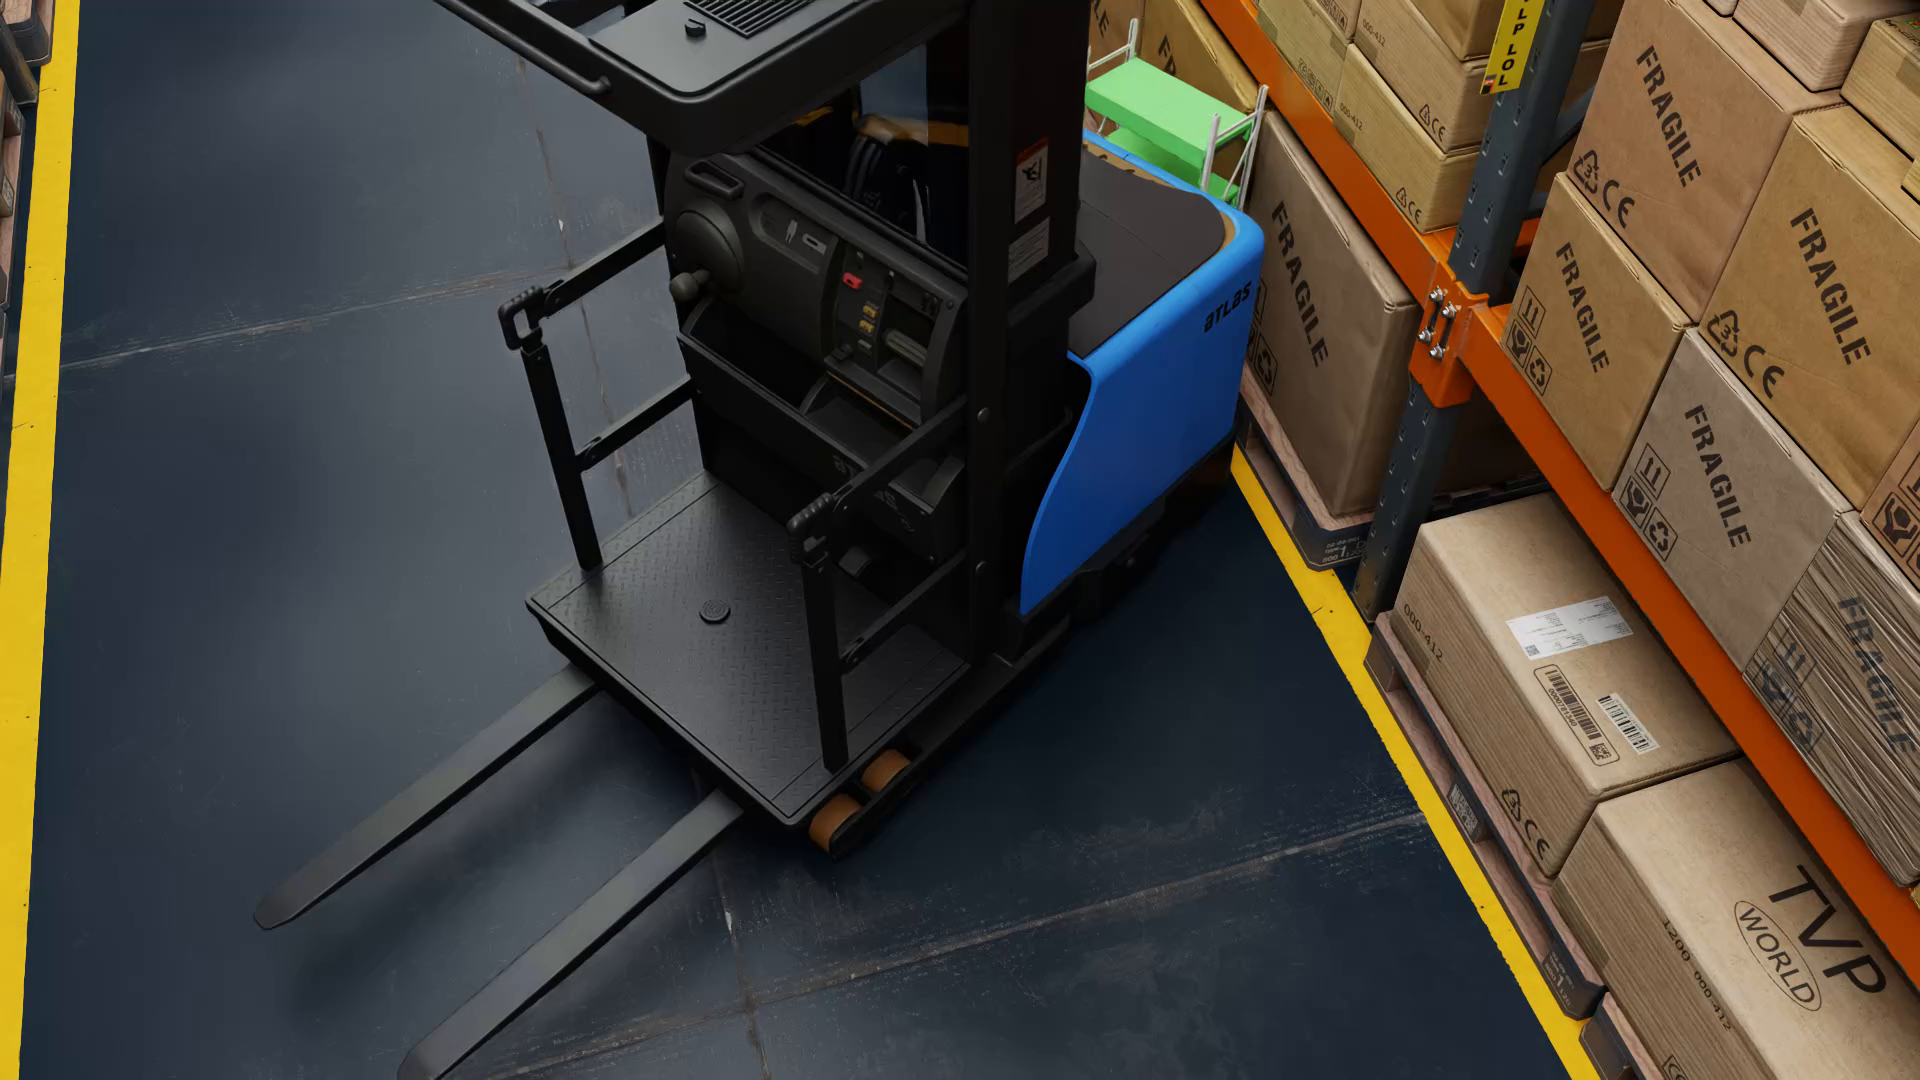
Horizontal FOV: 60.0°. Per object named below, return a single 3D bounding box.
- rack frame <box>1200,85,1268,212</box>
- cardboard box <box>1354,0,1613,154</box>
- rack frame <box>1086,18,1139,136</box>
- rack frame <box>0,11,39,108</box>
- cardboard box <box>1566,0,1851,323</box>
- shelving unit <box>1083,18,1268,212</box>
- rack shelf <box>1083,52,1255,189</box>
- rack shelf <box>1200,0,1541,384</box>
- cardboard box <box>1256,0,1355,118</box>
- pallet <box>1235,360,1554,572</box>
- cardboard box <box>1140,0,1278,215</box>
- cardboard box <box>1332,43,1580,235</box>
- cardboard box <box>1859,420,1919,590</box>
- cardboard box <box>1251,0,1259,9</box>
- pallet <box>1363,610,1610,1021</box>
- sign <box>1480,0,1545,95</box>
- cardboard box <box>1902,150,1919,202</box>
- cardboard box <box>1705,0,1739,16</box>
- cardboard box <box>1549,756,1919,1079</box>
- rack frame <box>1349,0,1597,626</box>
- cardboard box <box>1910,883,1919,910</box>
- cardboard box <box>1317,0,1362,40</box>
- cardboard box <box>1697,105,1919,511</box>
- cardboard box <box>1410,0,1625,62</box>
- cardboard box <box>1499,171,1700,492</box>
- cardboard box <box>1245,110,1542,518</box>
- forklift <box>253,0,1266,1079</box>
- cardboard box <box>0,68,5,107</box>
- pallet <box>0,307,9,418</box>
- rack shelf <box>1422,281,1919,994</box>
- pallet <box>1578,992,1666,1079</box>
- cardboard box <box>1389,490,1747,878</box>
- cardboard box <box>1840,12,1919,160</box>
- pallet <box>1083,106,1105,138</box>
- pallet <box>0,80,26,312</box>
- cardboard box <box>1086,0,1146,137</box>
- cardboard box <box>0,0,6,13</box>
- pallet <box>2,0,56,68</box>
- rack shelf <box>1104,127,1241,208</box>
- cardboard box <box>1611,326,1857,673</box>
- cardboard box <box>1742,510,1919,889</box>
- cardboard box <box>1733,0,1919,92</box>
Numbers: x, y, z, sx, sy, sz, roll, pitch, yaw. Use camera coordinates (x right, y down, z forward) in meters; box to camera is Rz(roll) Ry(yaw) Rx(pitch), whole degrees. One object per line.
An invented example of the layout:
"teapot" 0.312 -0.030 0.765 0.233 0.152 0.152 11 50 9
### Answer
"rack frame" 0.769 -0.837 5.159 0.015 1.200 0.240 37 55 27
"cardboard box" 1.329 -1.244 4.108 0.500 0.250 0.500 -13 51 -11
"rack frame" 0.420 -1.098 5.380 0.015 1.200 0.240 37 55 27
"rack frame" -4.231 -2.661 5.531 1.000 3.000 0.127 -13 51 -11
"cardboard box" 1.601 -0.817 3.257 0.500 0.500 0.500 -13 51 -11
"shelving unit" 0.595 -0.968 5.269 0.503 1.200 0.258 37 55 27
"rack shelf" 0.614 -1.251 4.966 0.480 0.148 0.258 37 55 27
"rack shelf" 1.101 -2.094 5.524 1.077 0.370 4.000 -13 51 -11
"cardboard box" 1.169 -1.459 4.616 0.500 0.250 0.500 -14 51 -11
"pallet" 1.392 -0.512 5.544 1.003 0.211 1.213 -13 51 -11
"cardboard box" 1.158 -1.408 5.590 0.875 0.875 0.875 -12 51 -10
"cardboard box" 1.319 -1.087 4.303 0.500 0.250 0.500 -14 51 -12
"cardboard box" 1.886 -0.070 2.627 0.500 0.500 0.500 -12 51 -10
"cardboard box" 1.038 -1.832 4.931 0.500 0.250 0.500 -15 51 -12
"pallet" 1.842 0.607 4.600 1.003 0.211 1.213 -13 51 -11
"sign" 1.177 -1.083 3.495 0.100 0.325 0.005 -13 51 -11
"cardboard box" 1.759 -0.583 2.636 0.380 0.149 0.250 -14 51 -11
"cardboard box" 1.537 -1.139 3.105 0.380 0.149 0.250 -14 51 -12
"cardboard box" 2.040 0.962 3.878 0.875 0.438 0.875 -15 51 -12
"rack frame" 1.692 -0.865 4.017 1.000 3.000 0.127 -13 51 -11
"cardboard box" 2.019 0.614 2.705 0.500 0.500 0.500 -12 51 -10
"cardboard box" 1.174 -1.608 4.415 0.500 0.250 0.500 -12 51 -10
"cardboard box" 1.745 -0.446 2.945 0.500 0.500 0.500 -14 51 -11
"cardboard box" 1.320 -1.489 3.824 0.500 0.500 0.500 -12 51 -10
"cardboard box" 1.581 -0.495 3.640 0.500 0.500 0.500 -12 51 -10
"cardboard box" 1.432 -0.750 5.035 0.875 0.875 0.875 -12 51 -10
"forklift" -0.504 -0.539 3.787 1.130 2.935 3.031 35 58 26
"cardboard box" -3.901 -1.731 6.107 0.500 0.500 0.500 -12 51 -10
"pallet" -3.690 -0.319 5.381 1.003 0.211 1.213 -13 51 -11
"rack shelf" 2.283 0.828 3.061 1.077 0.370 4.000 -13 51 -11
"pallet" 2.207 1.500 3.848 1.003 0.211 1.213 -13 51 -11
"cardboard box" 1.775 0.309 4.429 0.875 0.438 0.875 -14 51 -12
"cardboard box" 1.744 -0.778 2.801 0.380 0.149 0.250 -14 51 -11
"pallet" 1.027 -1.405 6.296 1.003 0.211 1.213 -13 51 -11
"pallet" -4.047 -1.208 6.131 1.003 0.211 1.213 -13 51 -11
"cardboard box" 0.894 -2.061 6.141 0.875 0.875 0.875 -13 51 -11
"cardboard box" -4.403 -2.490 6.665 0.875 0.625 0.625 -12 51 -10
"pallet" -4.438 -2.372 7.112 1.003 0.211 1.213 -13 51 -11
"rack shelf" 0.603 -1.088 5.141 0.480 0.148 0.258 37 55 27
"cardboard box" 1.726 -0.127 3.329 0.500 0.500 0.500 -13 51 -11
"cardboard box" 1.866 0.238 3.022 0.500 0.500 0.500 -13 51 -11
"cardboard box" 1.629 -0.955 2.950 0.380 0.149 0.250 -13 51 -10
